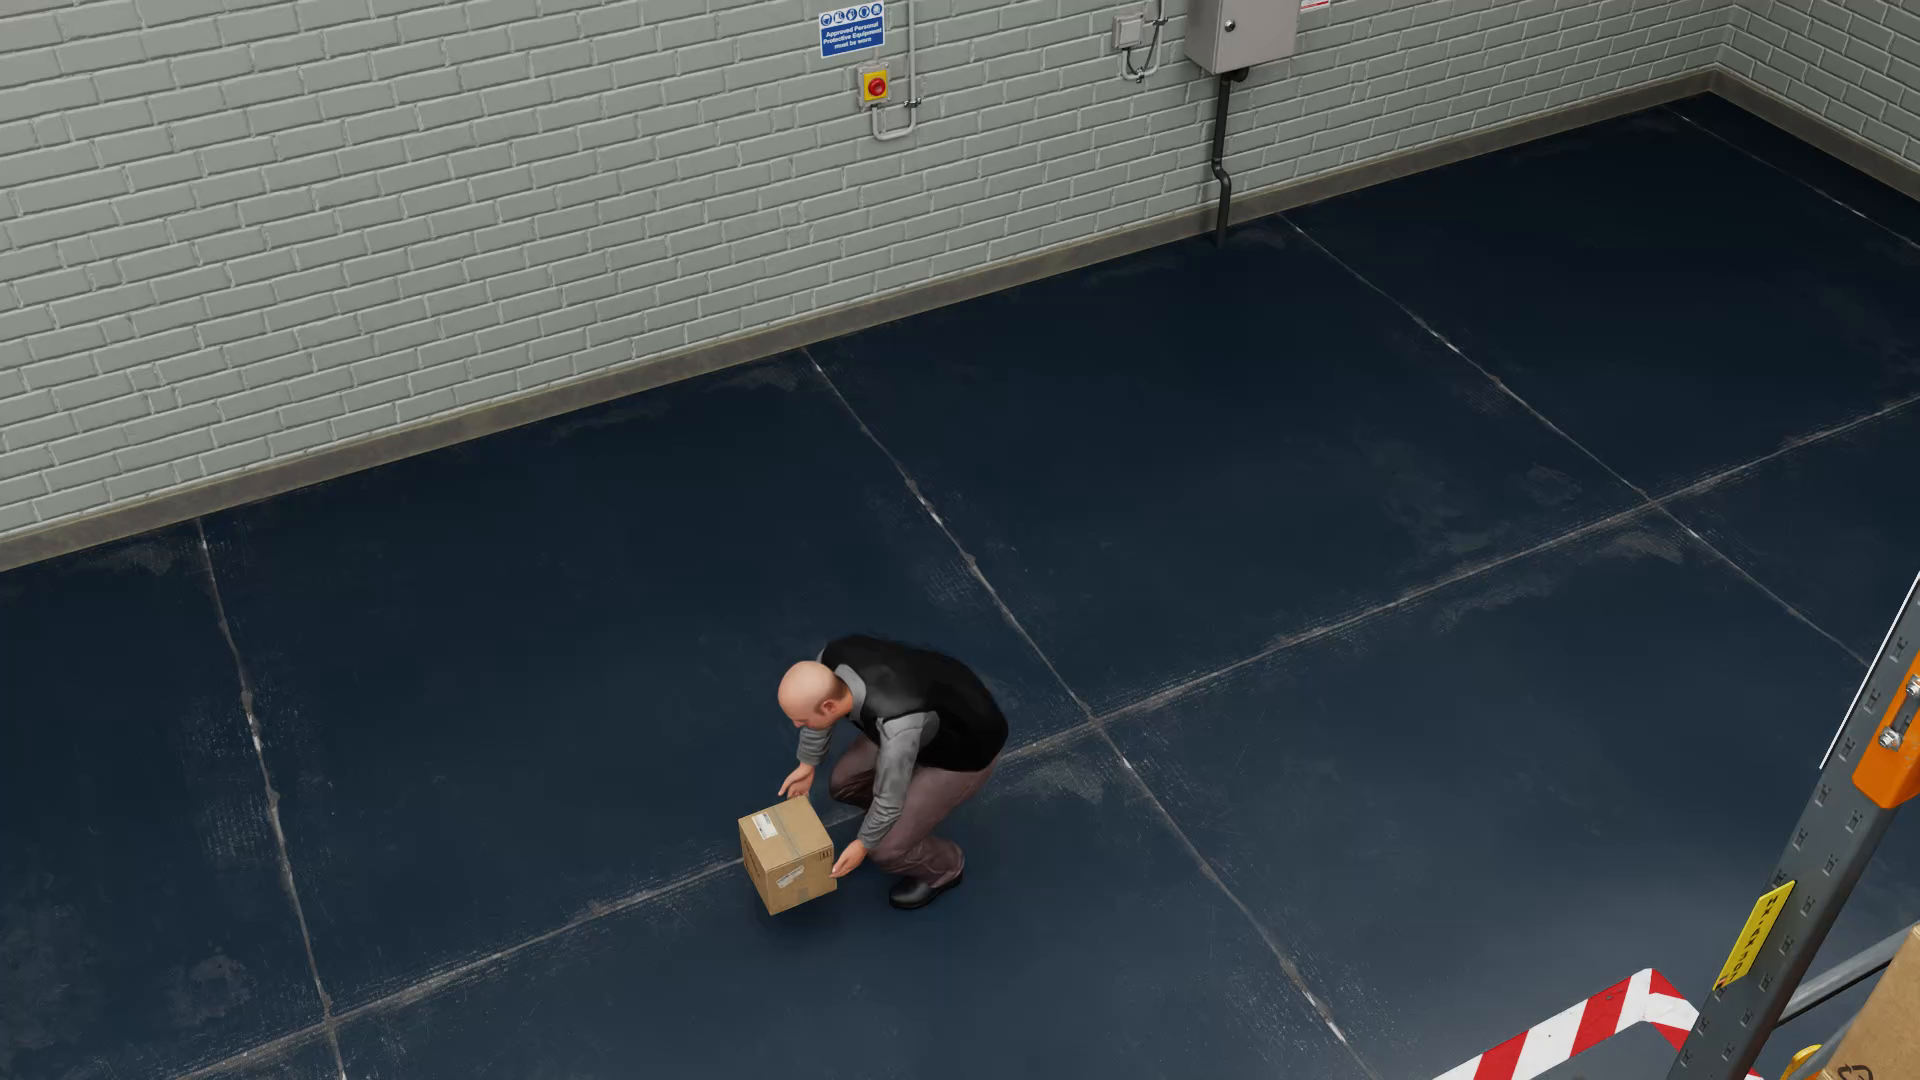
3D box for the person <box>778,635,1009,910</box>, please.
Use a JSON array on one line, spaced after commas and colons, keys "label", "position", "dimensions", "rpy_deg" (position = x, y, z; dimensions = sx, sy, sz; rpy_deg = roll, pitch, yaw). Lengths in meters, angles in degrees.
[{"label": "person", "position": [-0.218, 0.768, 5.669], "dimensions": [0.789, 1.232, 0.583], "rpy_deg": [-19, 44, -20]}]
